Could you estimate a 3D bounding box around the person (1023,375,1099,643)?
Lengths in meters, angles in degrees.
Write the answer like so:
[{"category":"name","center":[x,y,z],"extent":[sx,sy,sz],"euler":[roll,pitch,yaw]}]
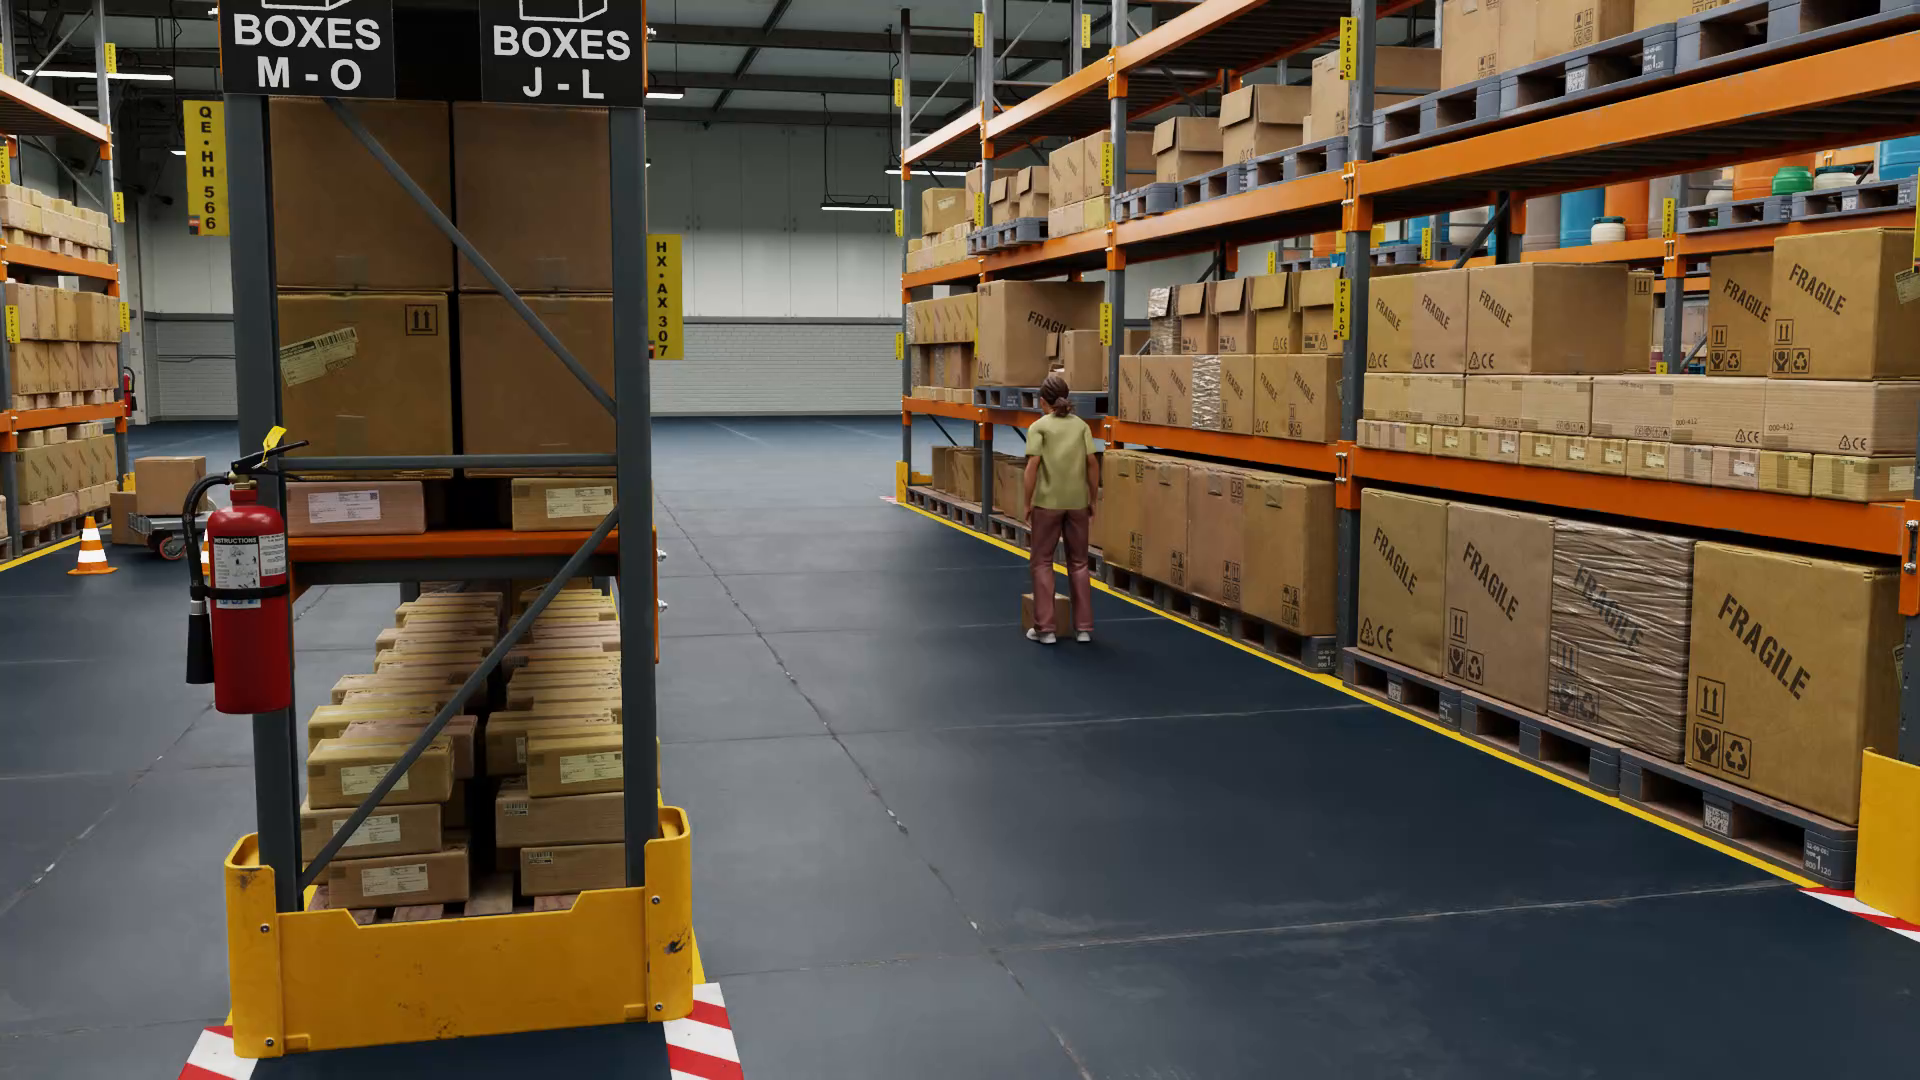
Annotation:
[{"category":"person","center":[0.621,-0.193,10.424],"extent":[0.504,1.671,0.360],"euler":[-2,6,-16]}]
